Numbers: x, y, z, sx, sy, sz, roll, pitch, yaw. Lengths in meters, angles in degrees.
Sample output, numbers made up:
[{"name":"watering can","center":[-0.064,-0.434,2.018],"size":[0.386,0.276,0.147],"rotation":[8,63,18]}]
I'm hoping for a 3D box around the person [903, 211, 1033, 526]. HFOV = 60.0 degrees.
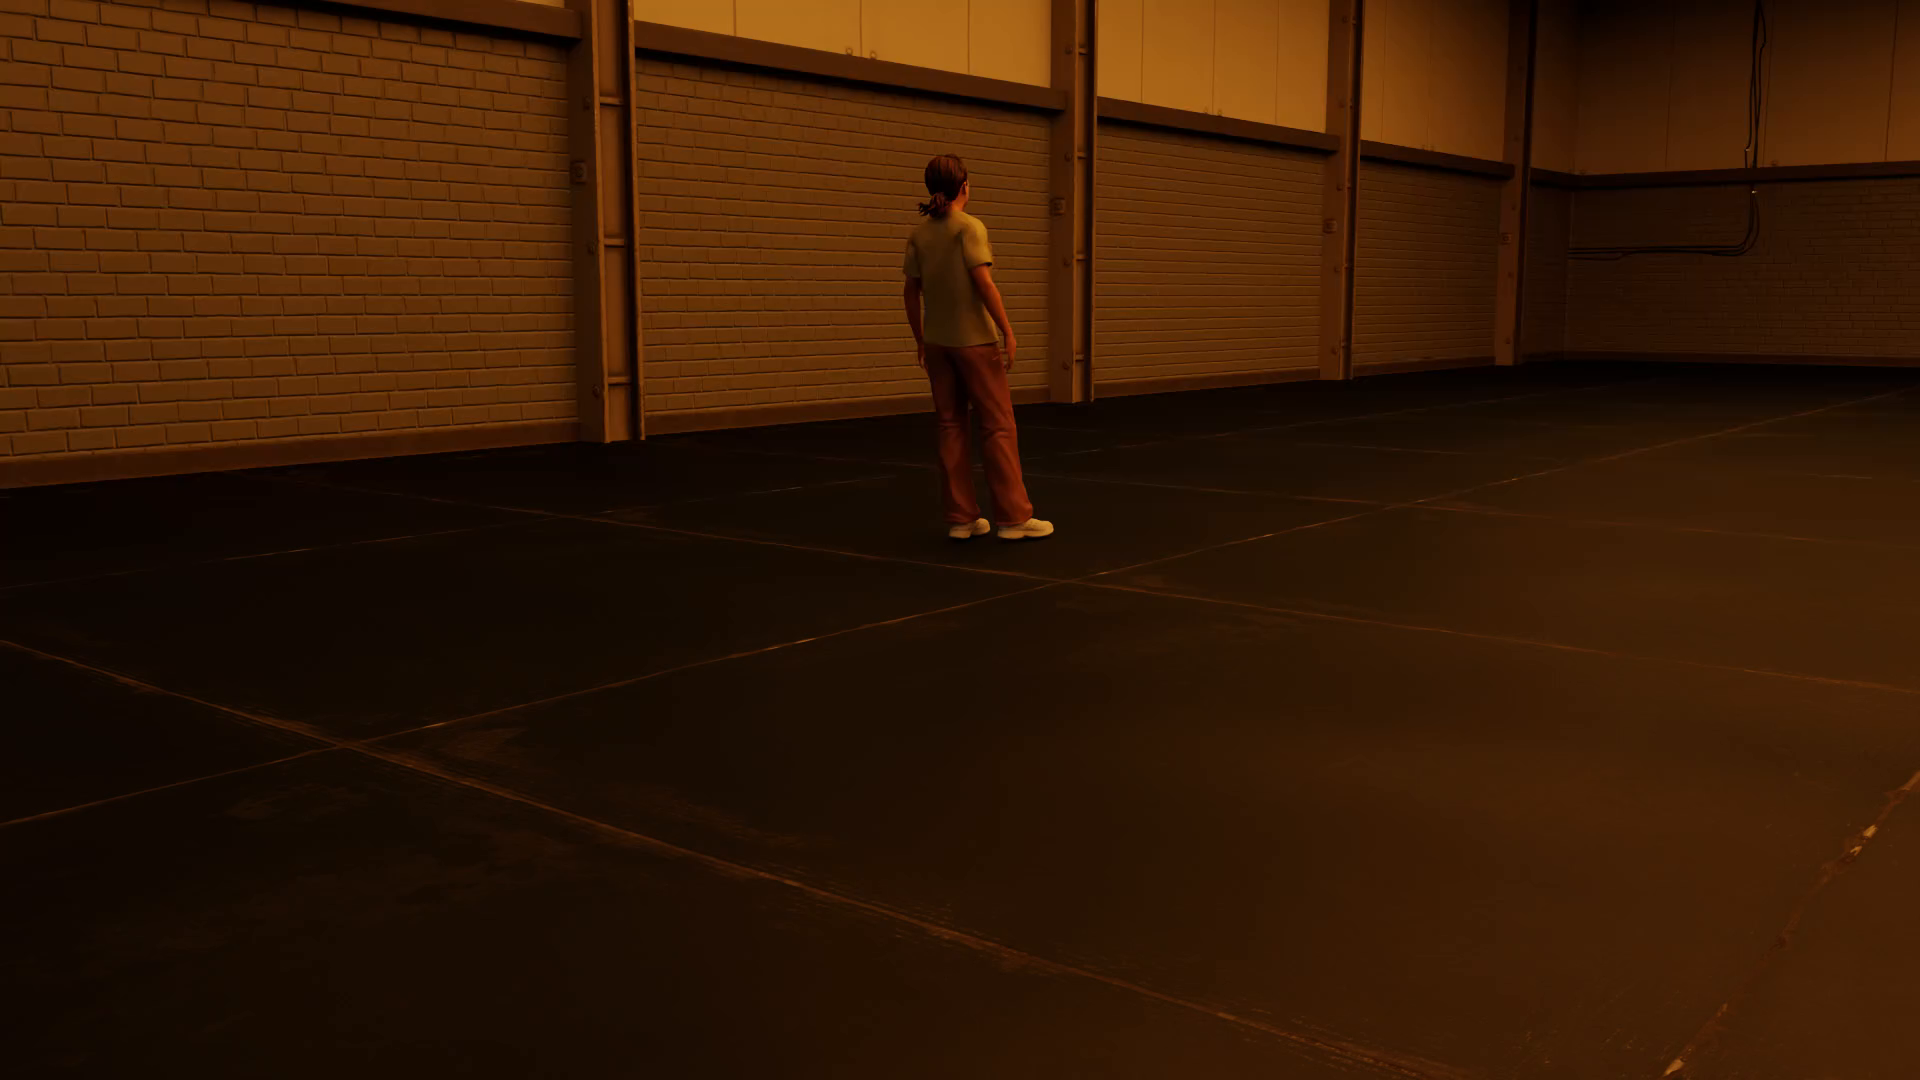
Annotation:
[{"name":"person","center":[0.024,-0.749,7.313],"size":[0.519,1.363,0.396],"rotation":[7,11,38]}]
